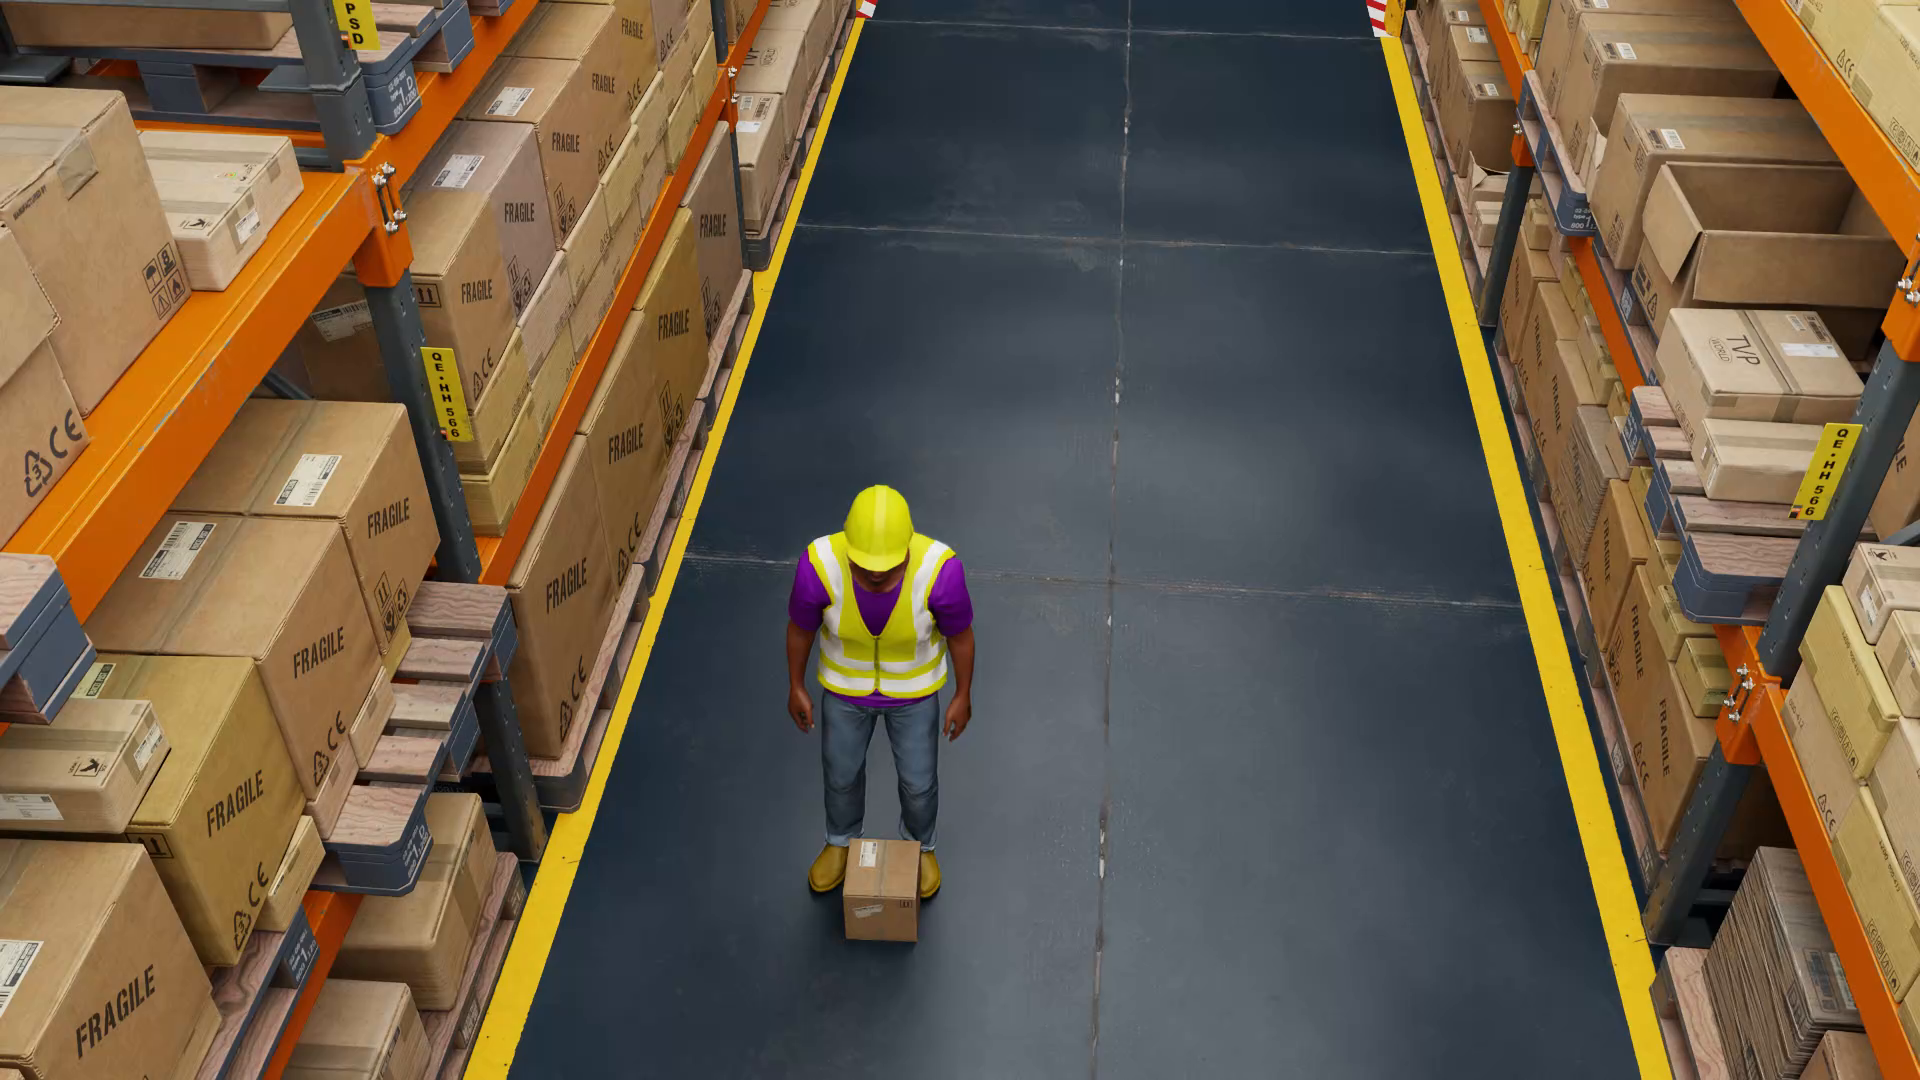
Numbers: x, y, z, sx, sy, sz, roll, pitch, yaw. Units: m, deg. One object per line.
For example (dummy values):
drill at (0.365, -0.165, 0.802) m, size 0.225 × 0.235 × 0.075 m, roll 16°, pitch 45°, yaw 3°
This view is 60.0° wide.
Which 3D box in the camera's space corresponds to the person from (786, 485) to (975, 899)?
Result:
person at (-0.266, 0.502, 5.539) m, size 0.627 × 1.761 × 0.458 m, roll 2°, pitch 40°, yaw 2°
